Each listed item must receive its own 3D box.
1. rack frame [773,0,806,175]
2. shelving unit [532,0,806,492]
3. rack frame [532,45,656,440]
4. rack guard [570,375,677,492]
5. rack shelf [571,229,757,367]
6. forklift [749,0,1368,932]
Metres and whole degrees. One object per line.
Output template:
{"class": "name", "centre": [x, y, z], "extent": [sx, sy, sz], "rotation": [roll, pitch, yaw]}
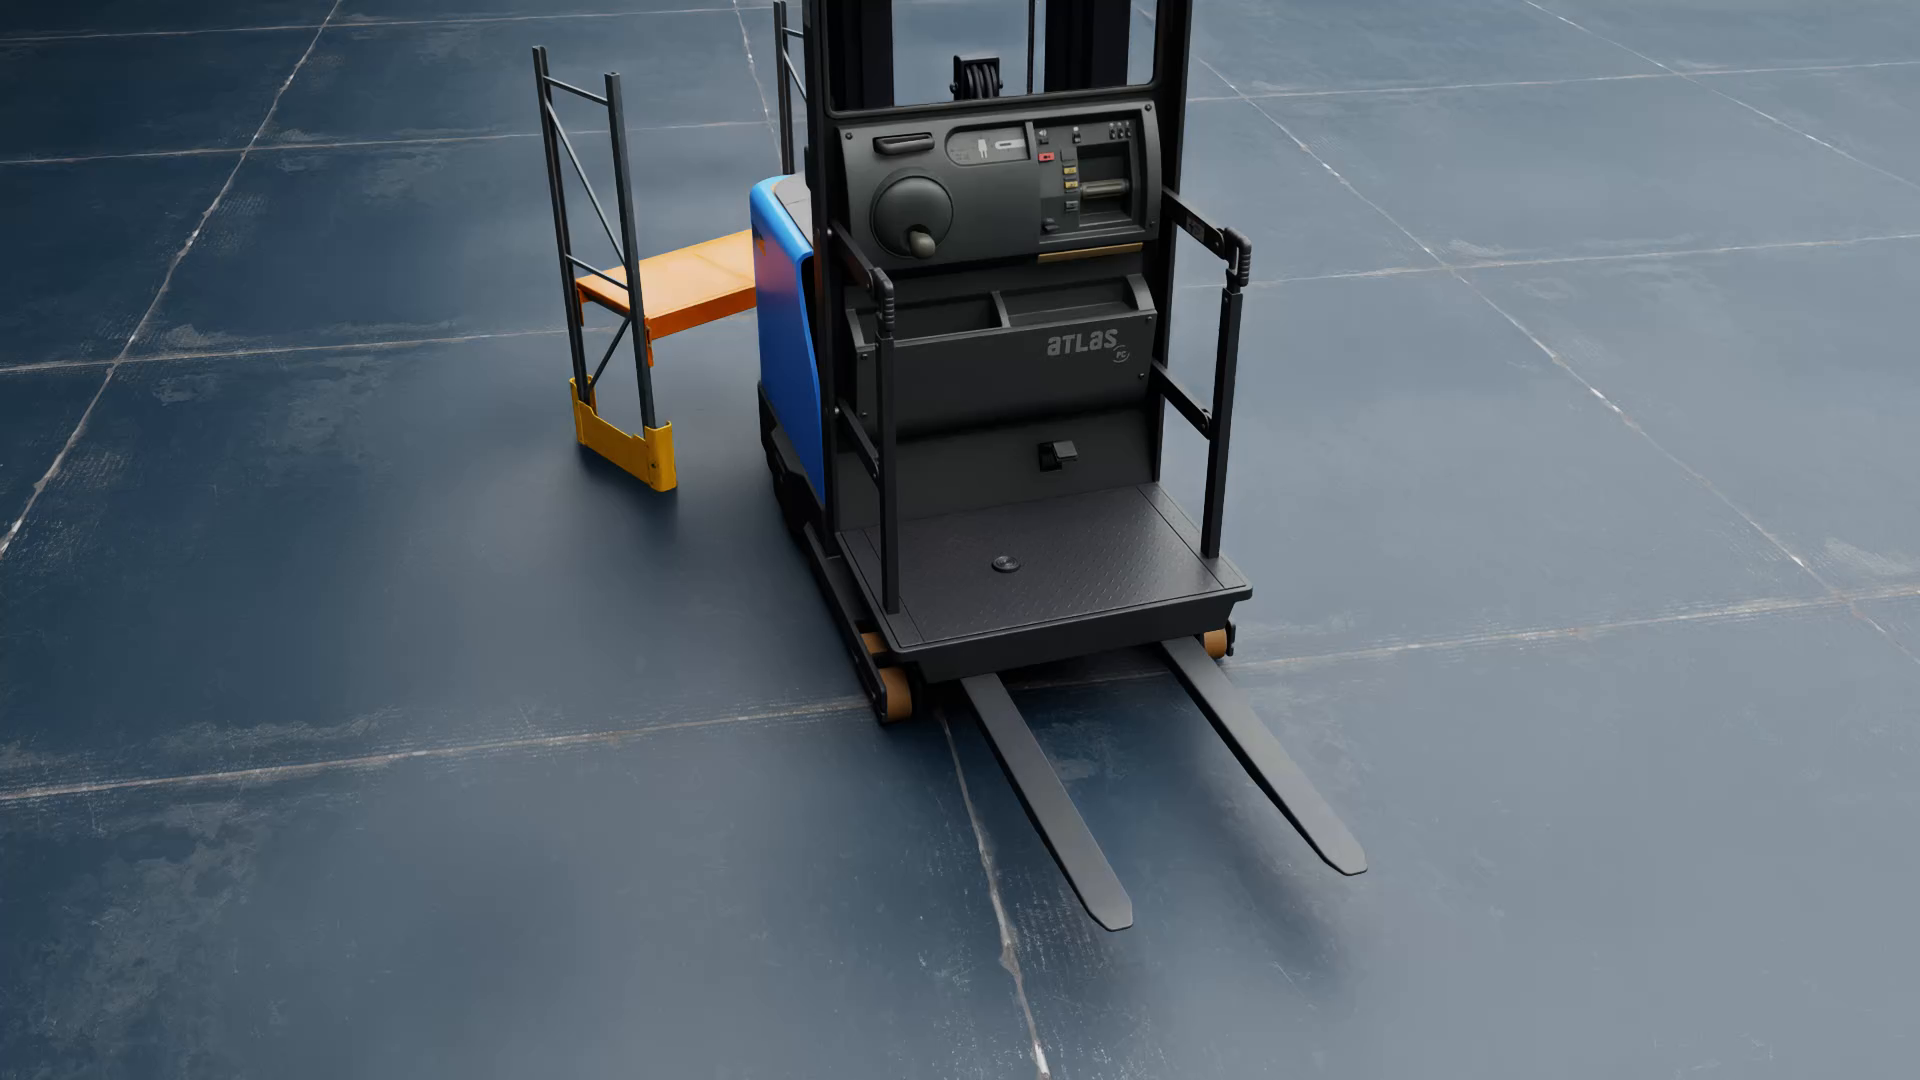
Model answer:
{"class": "rack frame", "centre": [-0.520, -1.282, 6.451], "extent": [0.032, 1.500, 0.500], "rotation": [-25, 38, -36]}
{"class": "shelving unit", "centre": [-0.888, -1.112, 6.160], "extent": [1.083, 1.500, 0.587], "rotation": [-25, 38, -36]}
{"class": "rack frame", "centre": [-1.270, -0.935, 5.859], "extent": [0.032, 1.500, 0.500], "rotation": [-25, 38, -36]}
{"class": "rack guard", "centre": [-1.255, -0.402, 6.187], "extent": [0.087, 0.250, 0.587], "rotation": [-25, 38, -36]}
{"class": "rack shelf", "centre": [-0.895, -0.953, 6.246], "extent": [1.000, 0.185, 0.538], "rotation": [-25, 38, -36]}
{"class": "forklift", "centre": [0.193, -0.961, 4.493], "extent": [1.130, 2.935, 3.031], "rotation": [-9, 32, -15]}
